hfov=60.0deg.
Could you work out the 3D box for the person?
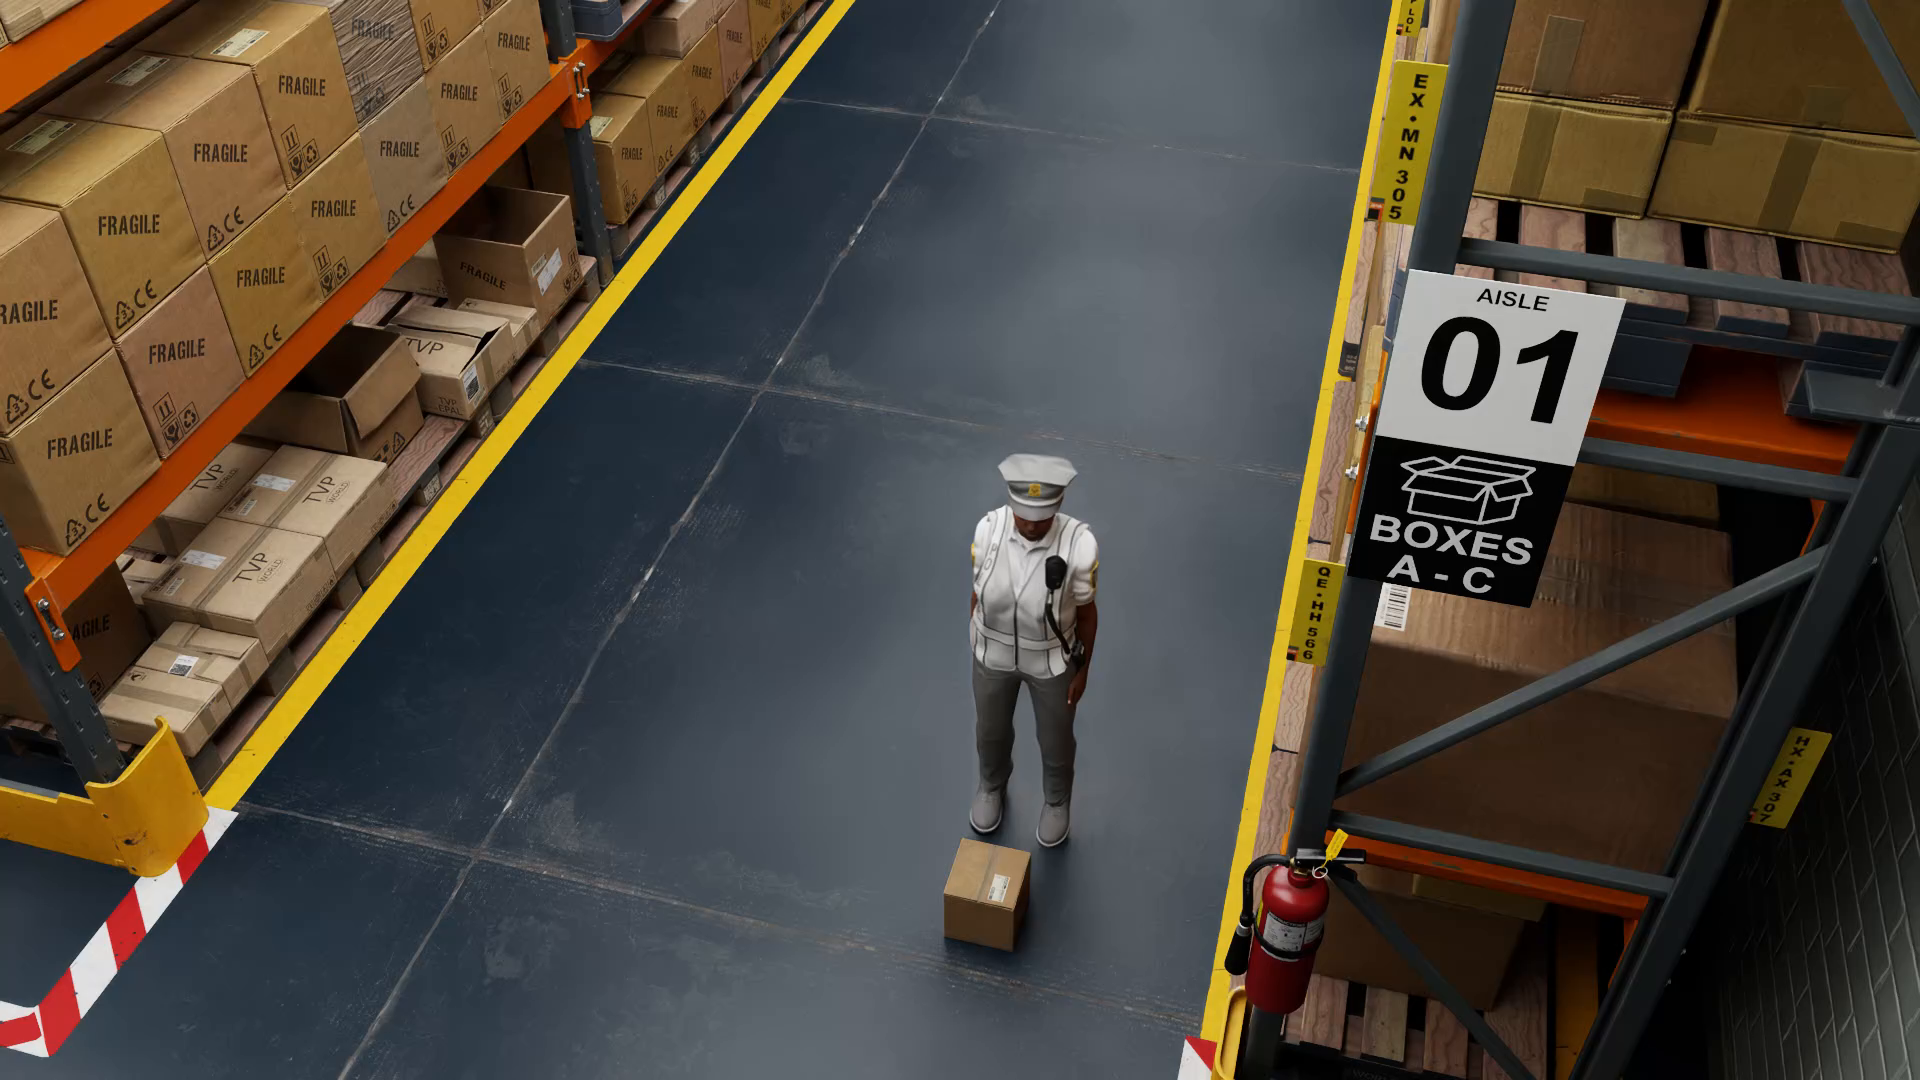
[{"bbox_3d":[0.238,0.401,5.697,0.443,1.681,0.340,11,42,12],"label":"person"}]
